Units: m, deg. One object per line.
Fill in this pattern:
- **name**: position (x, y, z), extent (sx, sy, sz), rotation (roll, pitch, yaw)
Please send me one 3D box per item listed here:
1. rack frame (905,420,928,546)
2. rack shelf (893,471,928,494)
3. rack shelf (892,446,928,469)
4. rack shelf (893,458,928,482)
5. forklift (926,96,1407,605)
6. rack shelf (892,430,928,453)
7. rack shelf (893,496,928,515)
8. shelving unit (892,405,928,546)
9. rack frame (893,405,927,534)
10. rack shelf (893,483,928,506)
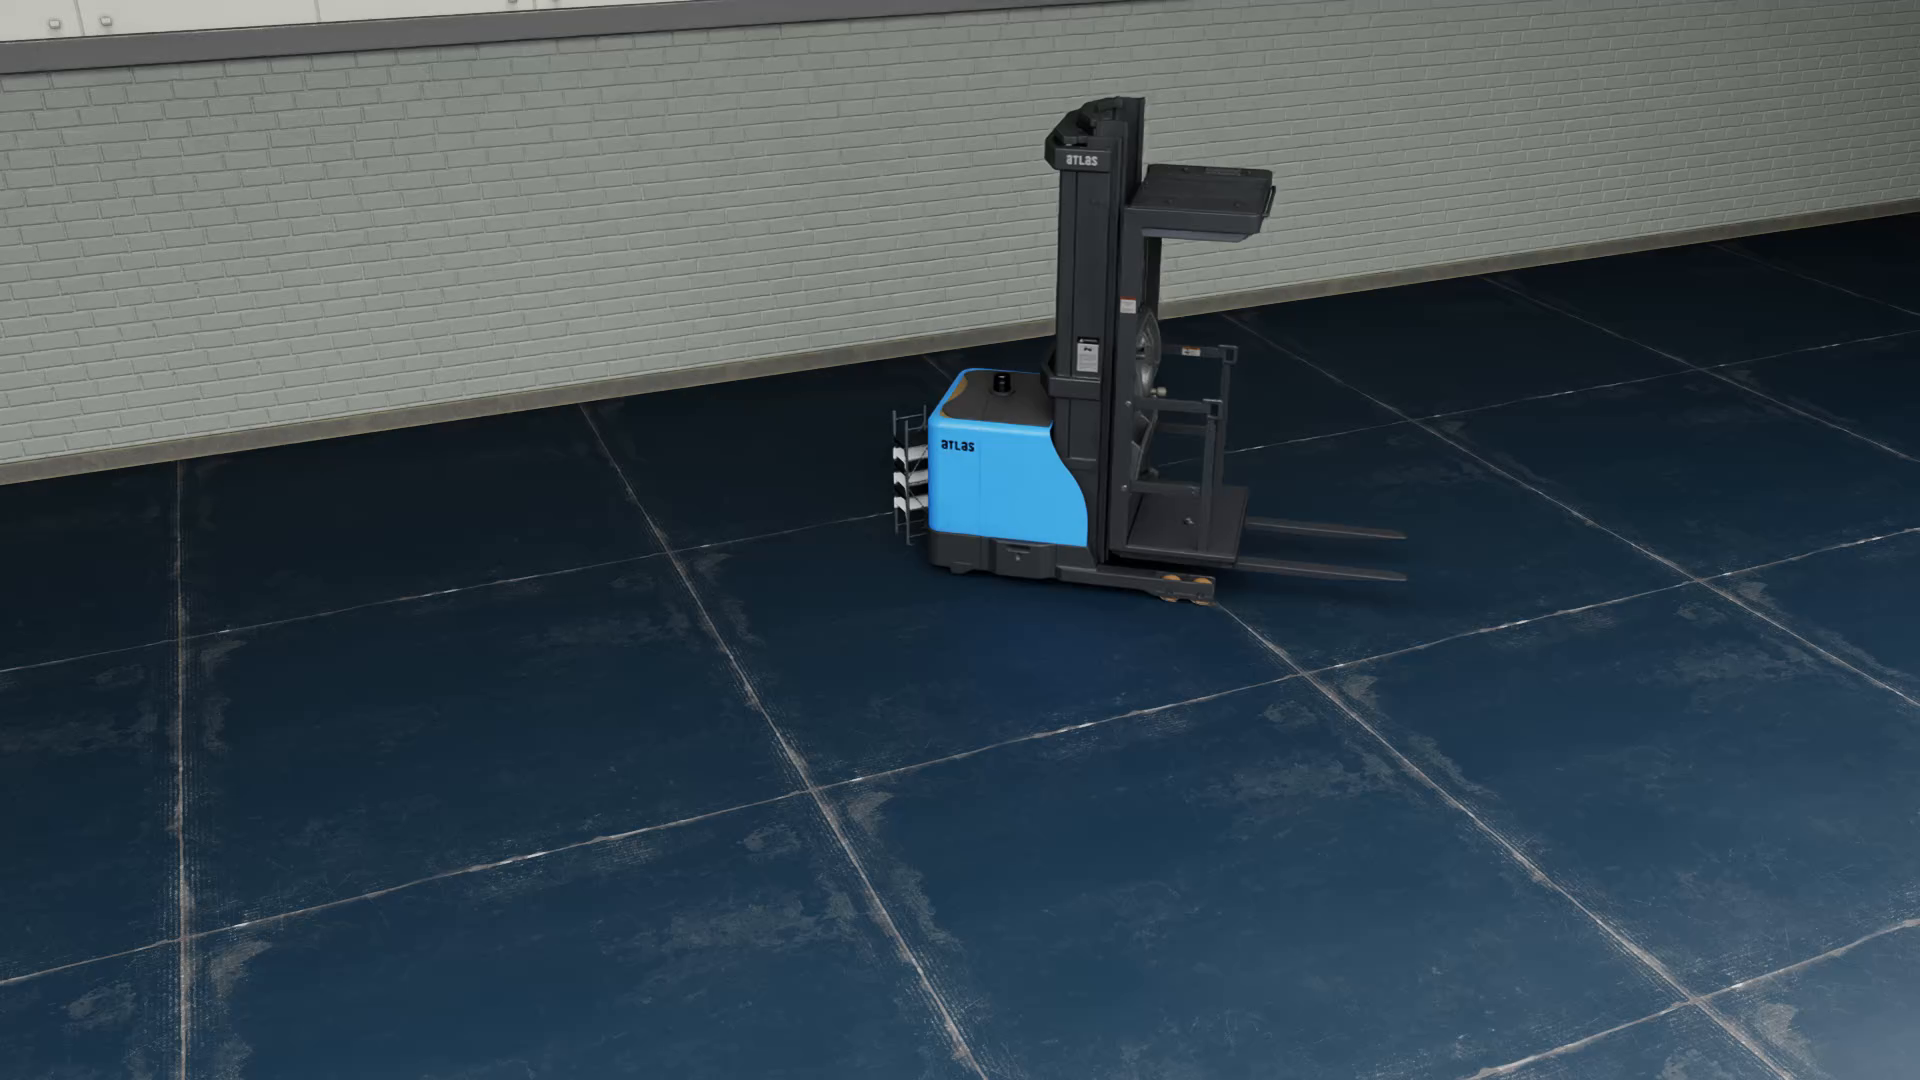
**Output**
- **rack frame**: position (-0.248, -0.389, 11.021), extent (0.240, 0.900, 0.006), rotation (-11, 28, -22)
- **rack shelf**: position (-0.291, -0.400, 11.119), extent (0.258, 0.077, 0.200), rotation (-11, 28, -22)
- **rack shelf**: position (-0.291, -0.561, 11.040), extent (0.258, 0.077, 0.200), rotation (-11, 28, -22)
- **rack shelf**: position (-0.291, -0.480, 11.079), extent (0.258, 0.077, 0.200), rotation (-11, 28, -22)
- **forklift**: position (1.355, -1.167, 10.300), extent (3.031, 2.935, 1.130), rotation (6, 27, 12)
- **rack shelf**: position (-0.291, -0.642, 11.000), extent (0.258, 0.077, 0.200), rotation (-11, 28, -22)
- **rack shelf**: position (-0.291, -0.238, 11.198), extent (0.258, 0.077, 0.200), rotation (-11, 28, -22)
- **shelving unit**: position (-0.291, -0.430, 11.104), extent (0.258, 0.900, 0.210), rotation (-11, 28, -22)
- **rack frame**: position (-0.333, -0.470, 11.187), extent (0.240, 0.900, 0.006), rotation (-11, 28, -22)
- **rack shelf**: position (-0.291, -0.319, 11.158), extent (0.258, 0.077, 0.200), rotation (-11, 28, -22)
